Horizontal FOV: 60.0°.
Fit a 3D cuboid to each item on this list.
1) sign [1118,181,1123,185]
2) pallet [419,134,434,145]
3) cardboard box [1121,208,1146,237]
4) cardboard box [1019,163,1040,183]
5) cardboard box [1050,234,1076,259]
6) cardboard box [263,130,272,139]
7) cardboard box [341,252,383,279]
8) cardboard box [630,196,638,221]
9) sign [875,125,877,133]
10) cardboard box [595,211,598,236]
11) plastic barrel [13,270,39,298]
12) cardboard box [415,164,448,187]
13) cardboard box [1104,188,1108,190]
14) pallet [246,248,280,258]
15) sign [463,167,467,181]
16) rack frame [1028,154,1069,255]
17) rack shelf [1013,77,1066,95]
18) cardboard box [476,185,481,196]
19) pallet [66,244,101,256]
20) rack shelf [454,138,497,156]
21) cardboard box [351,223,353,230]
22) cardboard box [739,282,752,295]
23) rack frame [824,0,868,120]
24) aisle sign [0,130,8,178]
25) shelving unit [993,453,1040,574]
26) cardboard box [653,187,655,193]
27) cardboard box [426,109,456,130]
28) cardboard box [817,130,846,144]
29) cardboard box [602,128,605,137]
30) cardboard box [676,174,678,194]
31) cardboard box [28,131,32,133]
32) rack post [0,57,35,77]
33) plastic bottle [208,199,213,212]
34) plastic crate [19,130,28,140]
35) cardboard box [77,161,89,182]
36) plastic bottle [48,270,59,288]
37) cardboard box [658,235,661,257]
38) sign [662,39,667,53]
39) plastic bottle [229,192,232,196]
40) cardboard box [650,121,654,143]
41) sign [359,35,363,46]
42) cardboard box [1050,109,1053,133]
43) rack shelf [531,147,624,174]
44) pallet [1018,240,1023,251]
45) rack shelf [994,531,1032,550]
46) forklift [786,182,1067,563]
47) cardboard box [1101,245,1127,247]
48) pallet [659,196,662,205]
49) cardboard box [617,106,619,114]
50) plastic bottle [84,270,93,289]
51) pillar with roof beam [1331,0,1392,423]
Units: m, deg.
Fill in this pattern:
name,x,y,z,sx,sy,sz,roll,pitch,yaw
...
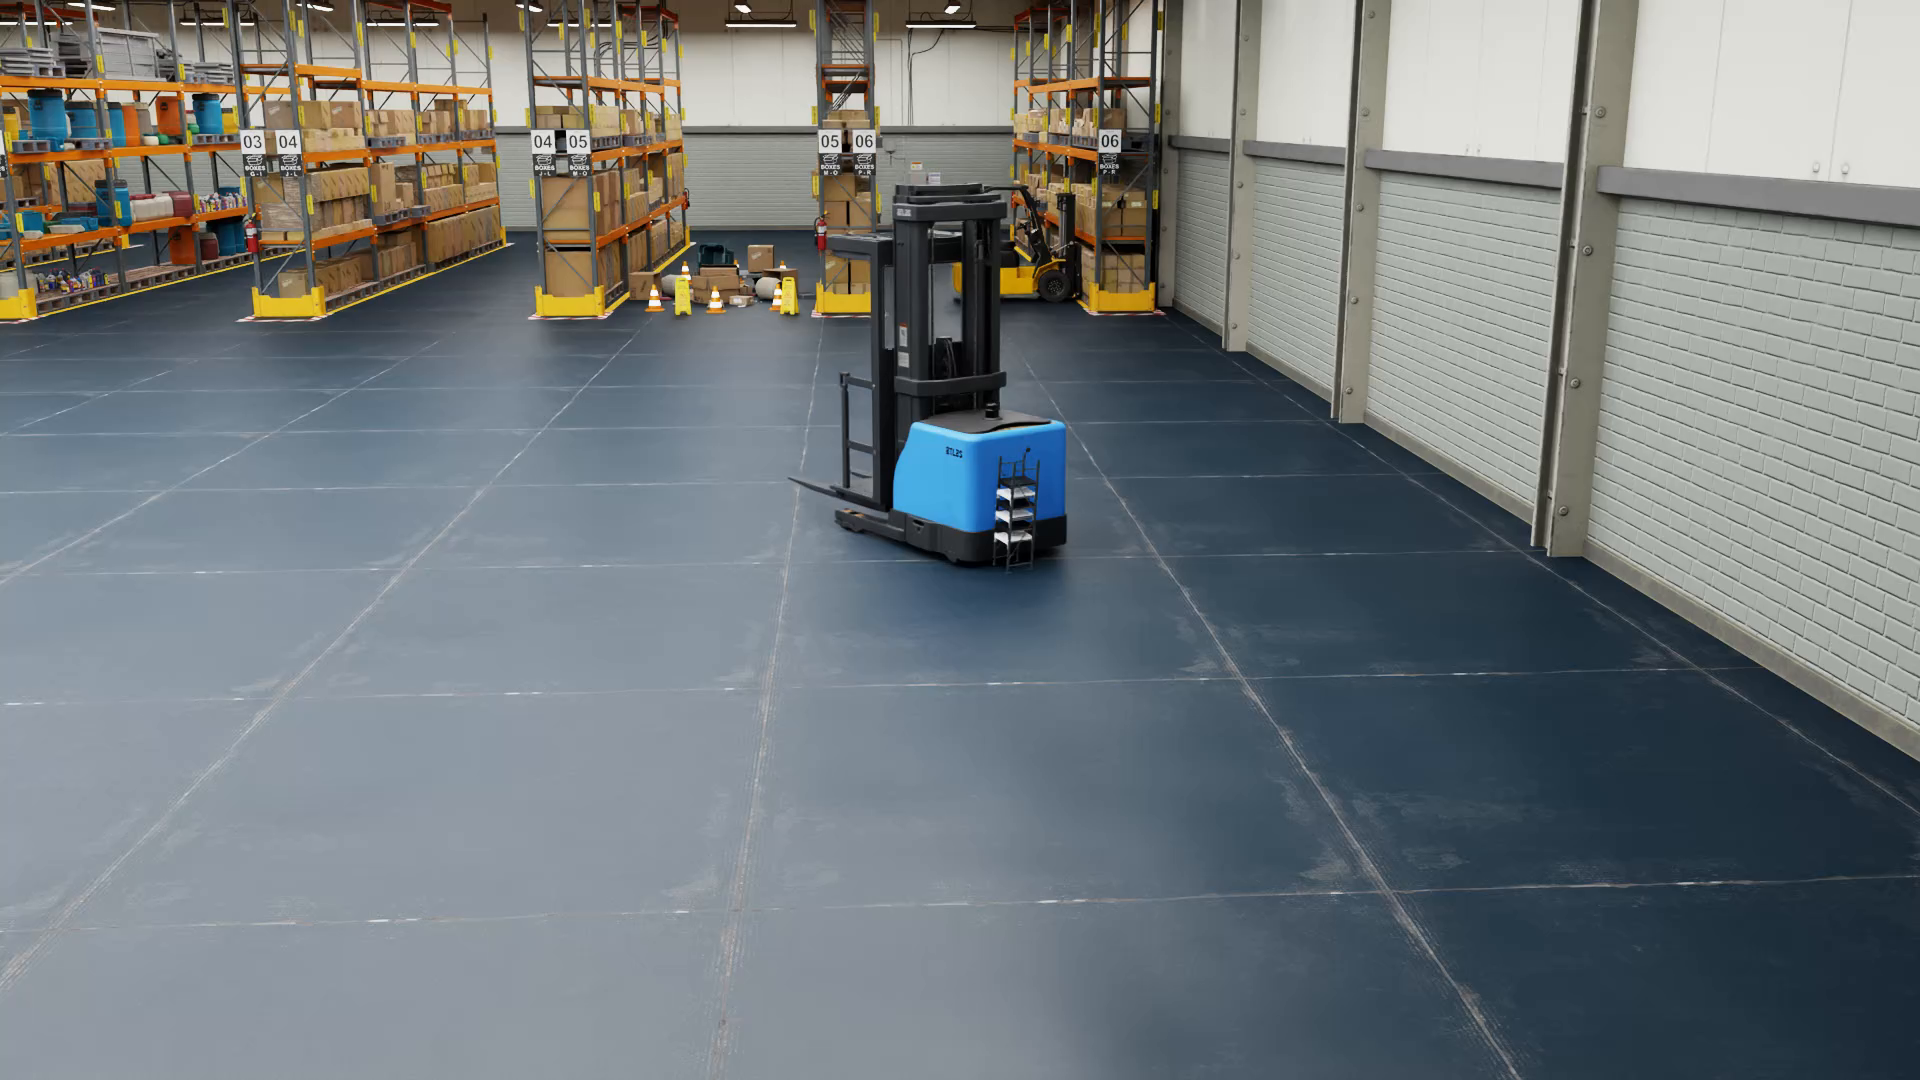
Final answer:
name,x,y,z,sx,sy,sz,roll,pitch,yaw
sign,3.260,-7.119,33.779,0.100,0.325,0.005,-1,14,-3
pallet,-12.479,-8.937,37.102,1.213,0.211,1.003,0,14,-1
cardboard box,3.201,-5.834,30.479,0.500,0.500,0.500,0,14,-2
cardboard box,1.815,-9.581,43.445,0.500,0.500,0.500,-1,14,-2
cardboard box,2.483,-6.545,37.369,0.875,0.625,0.625,0,14,-2
cardboard box,-12.220,-7.065,28.945,0.380,0.149,0.250,-1,14,-3
cardboard box,-12.155,-5.578,33.818,0.700,0.500,0.500,-2,15,-8
cardboard box,-7.006,-6.907,34.650,0.500,0.500,0.500,-1,14,-4
sign,-1.707,-8.288,33.163,0.100,0.325,0.005,-1,14,-3
cardboard box,-7.058,-5.779,30.167,0.875,0.550,0.550,-1,14,-3
plastic barrel,-16.982,-4.636,30.176,0.421,0.512,0.421,0,14,0
cardboard box,-12.556,-8.616,39.281,0.797,0.503,0.637,-1,14,-3
cardboard box,2.621,-6.632,31.682,0.380,0.149,0.250,-1,14,-3
pallet,-17.662,-7.167,41.458,1.003,0.211,1.213,-1,14,-3
sign,-12.093,-8.945,40.607,0.100,0.325,0.005,-1,14,-3
rack frame,2.211,-8.642,41.595,1.000,3.000,0.127,-1,14,-3
rack shelf,2.087,-11.695,42.871,1.077,0.370,4.000,-1,14,-3
cardboard box,-12.466,-8.856,42.132,0.500,0.250,0.500,-1,14,-2
pallet,-22.642,-7.384,42.302,1.003,0.211,1.213,-1,14,-3
rack shelf,-12.758,-10.013,42.348,1.077,0.370,4.000,-1,14,-3
cardboard box,-11.860,-6.001,31.835,0.380,0.149,0.250,-1,14,-3
cardboard box,-4.339,-5.015,32.985,0.258,0.266,0.396,-13,20,-42
rack frame,-2.496,-10.475,36.680,1.000,3.000,0.127,-1,14,-3
aisle sign,-16.537,-6.596,28.427,0.394,0.787,0.004,-1,14,-3
shelving unit,0.437,-0.207,12.991,0.258,0.900,0.210,-8,22,-30
cardboard box,-7.361,-8.205,38.959,0.380,0.149,0.250,0,14,-1
cardboard box,-12.743,-10.358,41.001,0.700,0.500,0.500,-2,15,-7
cardboard box,-2.301,-7.227,29.781,0.500,0.250,0.500,-1,14,-4
cardboard box,-6.714,-7.466,30.463,0.380,0.149,0.250,-1,14,-4
cardboard box,-7.552,-9.164,42.827,0.500,0.500,0.500,0,14,-1
cardboard box,-22.305,-9.764,40.238,0.500,0.250,0.500,-1,14,-3
rack post,-16.754,-8.204,28.856,0.937,0.300,0.954,1,14,3
plastic bottle,-17.040,-7.603,37.790,0.061,0.283,0.133,-1,14,-3
plastic crate,-17.253,-7.265,30.256,0.392,0.384,0.575,-1,14,-3
cardboard box,-22.367,-9.298,41.938,0.500,0.500,0.500,0,14,-2
plastic bottle,-17.435,-5.022,31.957,0.144,0.351,0.185,-1,15,-6
cardboard box,-7.290,-6.893,38.972,0.500,0.500,0.500,-1,14,-5
sign,-7.124,-11.907,40.054,0.100,0.325,0.005,-1,14,-3
plastic bottle,-17.338,-8.085,39.531,0.144,0.351,0.185,-1,14,-3
cardboard box,-7.238,-9.240,37.697,0.500,0.500,0.500,-1,14,-3
sign,-12.940,-10.842,35.912,0.100,0.325,0.005,-1,14,-3
cardboard box,2.260,-9.216,36.563,0.500,0.500,0.500,-1,14,-3
rack shelf,-7.058,-7.080,30.949,1.077,0.370,4.000,-1,14,-3
pallet,2.090,-7.767,43.789,1.003,0.211,1.213,-1,14,-3
rack shelf,0.426,-0.006,13.061,0.258,0.077,0.200,-8,22,-30
forklift,-0.425,-1.546,14.152,1.130,2.935,3.031,-11,18,-36
cardboard box,2.994,-5.637,32.585,0.500,0.250,0.500,-1,14,-3
pallet,-7.775,-8.178,40.175,1.003,0.211,1.213,-1,14,-3
cardboard box,-6.841,-8.356,32.325,0.380,0.149,0.250,-1,14,-4
plastic bottle,-16.723,-4.992,31.842,0.144,0.351,0.185,-1,14,-4
pillar with roof beam,0.257,-5.699,18.118,9.100,9.000,0.400,-1,14,-3
